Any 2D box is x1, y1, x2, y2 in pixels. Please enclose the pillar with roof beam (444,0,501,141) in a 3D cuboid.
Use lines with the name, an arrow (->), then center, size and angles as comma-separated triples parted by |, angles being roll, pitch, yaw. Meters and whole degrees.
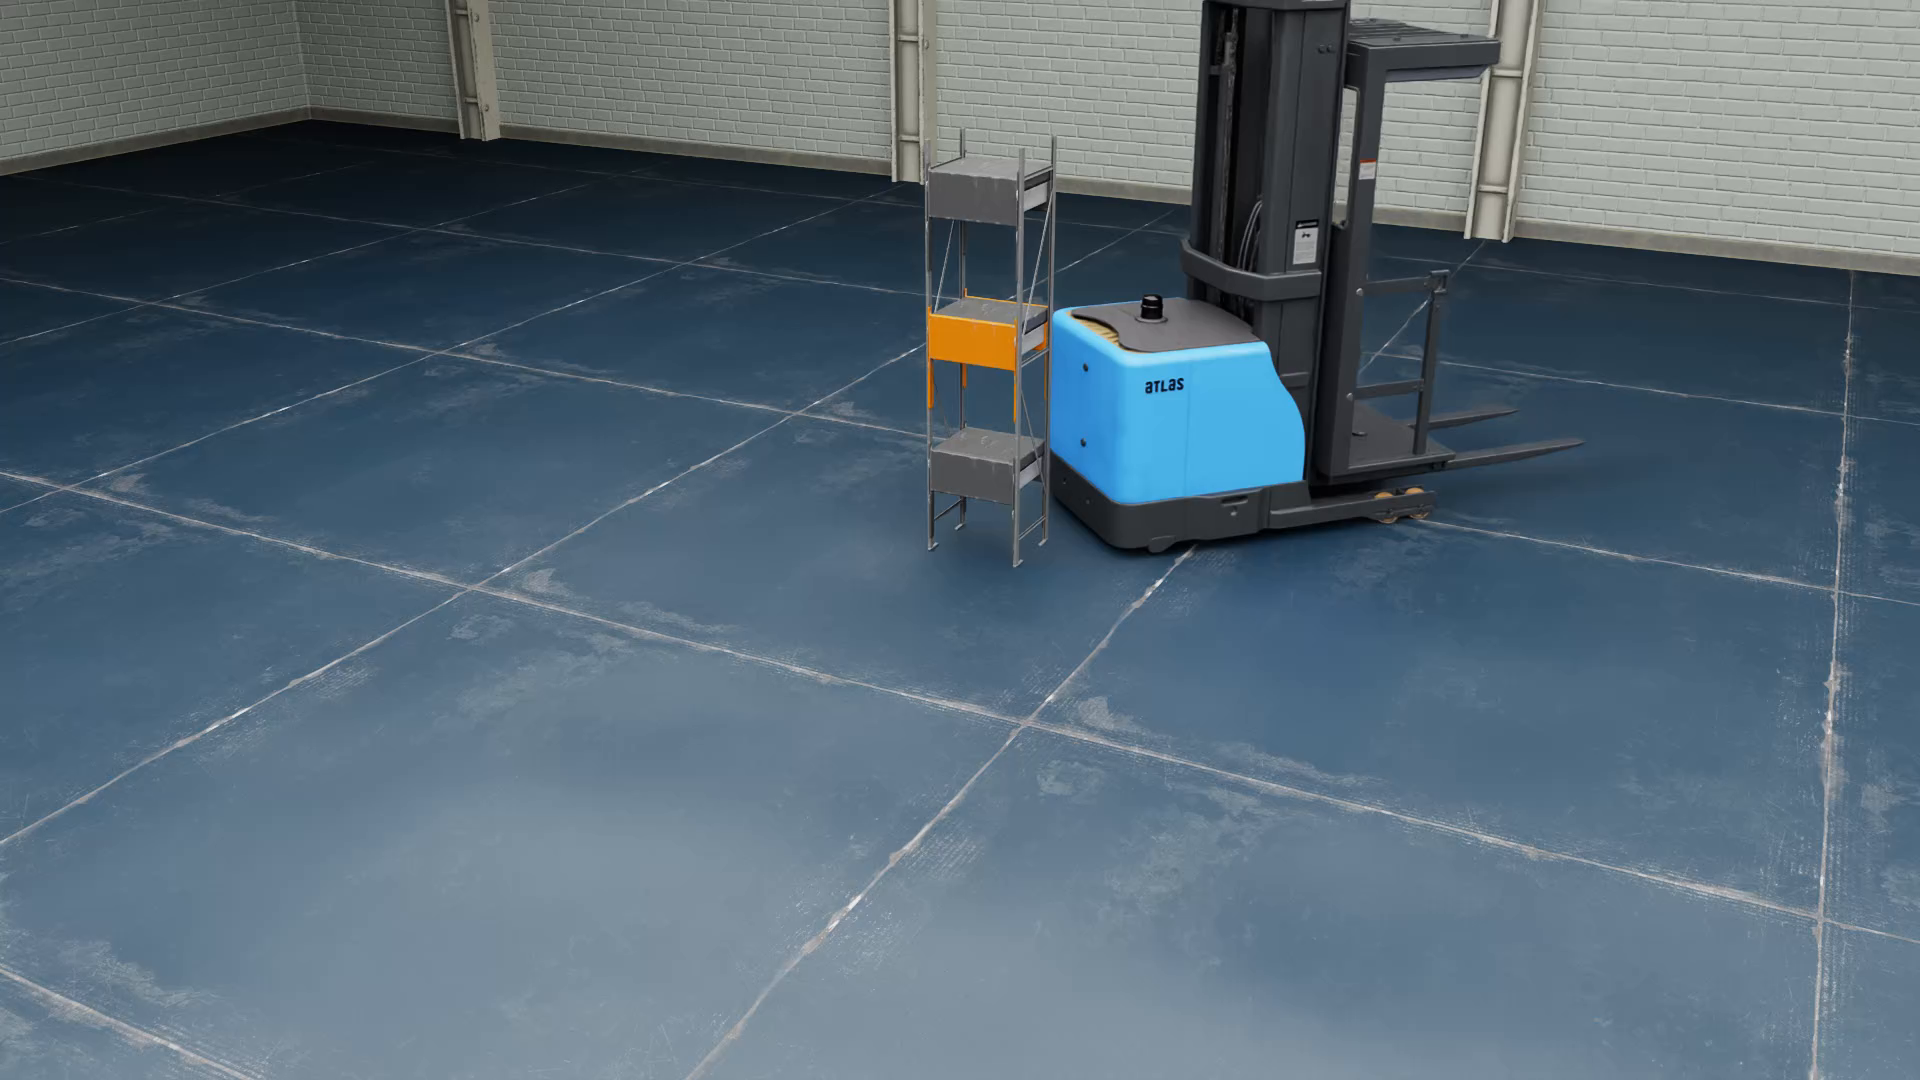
pillar with roof beam -> -7.784, -7.545, 14.993 | 0.400, 9.000, 9.100 | 11, 25, 25

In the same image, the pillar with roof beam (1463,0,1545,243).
pillar with roof beam -> 2.925, -5.426, 10.011 | 0.400, 9.000, 9.100 | 11, 25, 25

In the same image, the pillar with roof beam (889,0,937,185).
pillar with roof beam -> -2.430, -6.486, 12.502 | 0.400, 9.000, 9.100 | 11, 25, 25

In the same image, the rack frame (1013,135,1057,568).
rack frame -> 0.365, -0.894, 8.169 | 0.015, 2.100, 0.400 | 11, 25, 25

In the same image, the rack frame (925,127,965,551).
rack frame -> -0.070, -0.980, 8.372 | 0.015, 2.100, 0.400 | 11, 25, 25

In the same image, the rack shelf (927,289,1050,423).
rack shelf -> 0.148, -0.924, 8.276 | 0.480, 0.518, 0.431 | 11, 25, 25

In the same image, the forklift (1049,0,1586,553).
forklift -> 2.039, -1.622, 8.819 | 3.031, 2.935, 1.130 | -8, 24, -18

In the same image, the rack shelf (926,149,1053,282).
rack shelf -> 0.148, -1.569, 8.002 | 0.480, 0.518, 0.431 | 11, 25, 25

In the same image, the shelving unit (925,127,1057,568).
shelving unit -> 0.148, -0.937, 8.270 | 0.503, 2.100, 0.431 | 11, 25, 25

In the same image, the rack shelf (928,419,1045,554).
rack shelf -> 0.148, -0.280, 8.550 | 0.480, 0.518, 0.431 | 11, 25, 25
